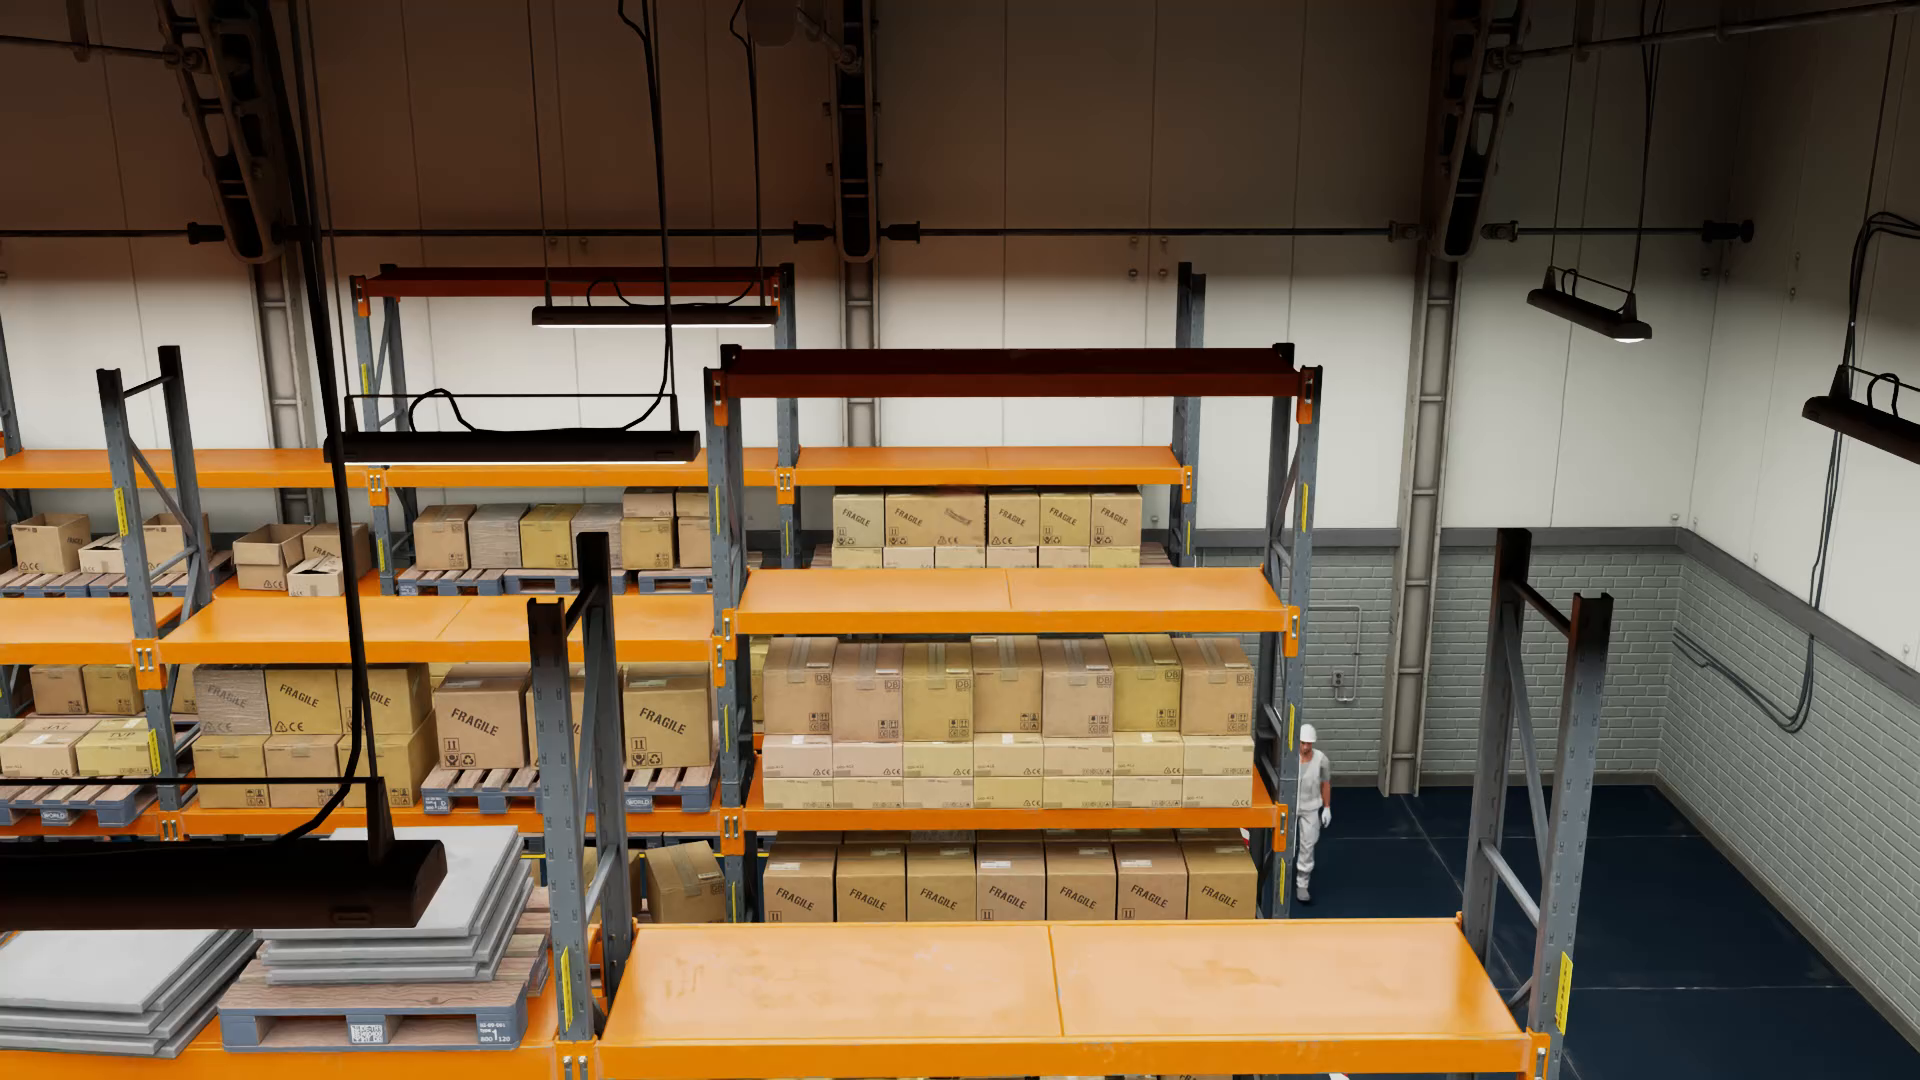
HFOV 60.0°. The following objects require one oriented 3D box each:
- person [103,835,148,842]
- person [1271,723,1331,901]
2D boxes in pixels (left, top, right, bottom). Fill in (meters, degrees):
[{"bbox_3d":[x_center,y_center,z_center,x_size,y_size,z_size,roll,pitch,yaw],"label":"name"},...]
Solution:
[{"bbox_3d":[-8.091,2.814,16.082,0.514,1.607,0.449,3,16,11],"label":"person"},{"bbox_3d":[3.359,2.610,16.411,0.606,1.782,0.703,5,17,15],"label":"person"}]
